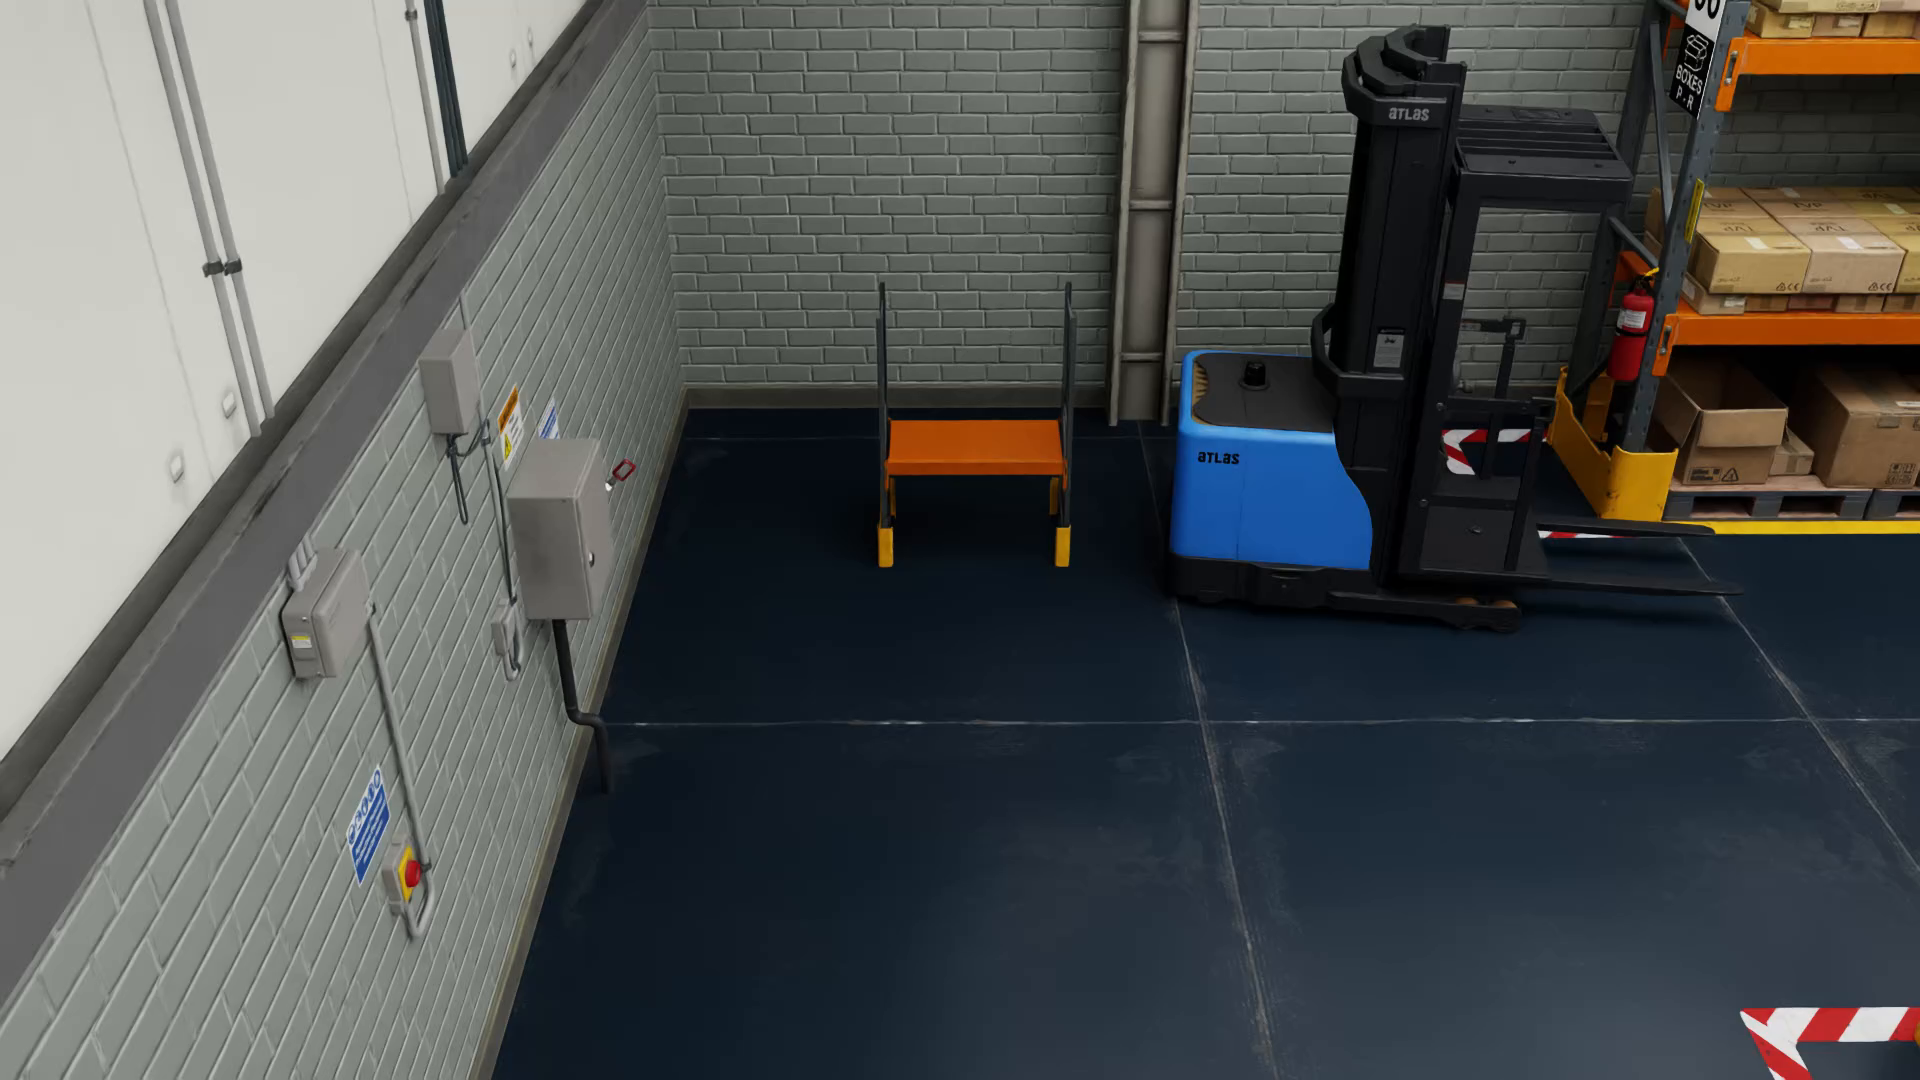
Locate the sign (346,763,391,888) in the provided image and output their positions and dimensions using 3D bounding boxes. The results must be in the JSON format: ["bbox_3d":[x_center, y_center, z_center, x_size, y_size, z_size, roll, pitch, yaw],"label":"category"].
[{"bbox_3d":[-1.798,0.866,5.060,0.001,0.218,0.327,0,31,0],"label":"sign"}]

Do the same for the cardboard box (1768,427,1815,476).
[{"bbox_3d":[4.905,-0.543,9.986,0.250,0.149,0.380,-1,31,-2],"label":"cardboard box"}]

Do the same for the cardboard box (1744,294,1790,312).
[{"bbox_3d":[4.452,-1.425,9.338,0.250,0.149,0.380,1,31,1],"label":"cardboard box"}]

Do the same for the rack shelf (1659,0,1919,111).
[{"bbox_3d":[5.868,-2.630,8.883,4.000,0.370,1.077,0,31,0],"label":"rack shelf"}]

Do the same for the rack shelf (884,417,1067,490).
[{"bbox_3d":[0.085,-0.488,9.344,1.000,0.185,0.538,0,31,0],"label":"rack shelf"}]

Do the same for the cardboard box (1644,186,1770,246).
[{"bbox_3d":[4.326,-1.851,9.656,0.500,0.250,0.500,1,31,1],"label":"cardboard box"}]

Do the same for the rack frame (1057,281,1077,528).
[{"bbox_3d":[0.594,-0.643,9.253,0.032,1.500,0.500,0,31,0],"label":"rack frame"}]

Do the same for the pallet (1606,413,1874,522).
[{"bbox_3d":[4.741,-0.459,10.193,1.213,0.211,1.003,0,31,0],"label":"pallet"}]

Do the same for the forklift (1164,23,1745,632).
[{"bbox_3d":[2.675,-1.061,8.562,3.031,2.935,1.130,4,31,7],"label":"forklift"}]

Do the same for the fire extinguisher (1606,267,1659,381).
[{"bbox_3d":[3.723,-1.216,9.185,0.183,0.674,0.296,0,31,0],"label":"fire extinguisher"}]

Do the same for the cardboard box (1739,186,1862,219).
[{"bbox_3d":[4.842,-1.852,9.657,0.500,0.250,0.500,0,31,0],"label":"cardboard box"}]

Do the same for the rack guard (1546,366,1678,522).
[{"bbox_3d":[3.944,-0.580,10.113,0.348,0.500,1.175,0,31,0],"label":"rack guard"}]

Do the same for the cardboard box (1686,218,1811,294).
[{"bbox_3d":[4.323,-1.573,9.198,0.500,0.250,0.500,0,31,0],"label":"cardboard box"}]

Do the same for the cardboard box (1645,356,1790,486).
[{"bbox_3d":[4.480,-0.714,9.925,0.637,0.503,0.797,-1,31,-2],"label":"cardboard box"}]

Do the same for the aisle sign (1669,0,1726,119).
[{"bbox_3d":[3.801,-2.607,8.539,0.004,0.787,0.394,0,31,0],"label":"aisle sign"}]

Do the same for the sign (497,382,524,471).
[{"bbox_3d":[-1.811,-0.458,6.706,0.001,0.242,0.339,0,31,0],"label":"sign"}]

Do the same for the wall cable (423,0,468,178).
[{"bbox_3d":[-1.766,-3.326,6.410,0.133,3.039,2.988,0,31,0],"label":"wall cable"}]

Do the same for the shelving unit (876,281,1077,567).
[{"bbox_3d":[0.076,-0.641,9.250,1.083,1.500,0.587,0,31,0],"label":"shelving unit"}]

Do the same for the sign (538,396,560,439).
[{"bbox_3d":[-1.814,-0.349,7.414,0.001,0.494,0.329,0,31,0],"label":"sign"}]

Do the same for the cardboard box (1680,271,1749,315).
[{"bbox_3d":[4.198,-1.400,9.297,0.250,0.149,0.380,0,31,-1],"label":"cardboard box"}]

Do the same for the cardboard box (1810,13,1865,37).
[{"bbox_3d":[4.450,-2.718,8.578,0.250,0.149,0.380,0,31,1],"label":"cardboard box"}]

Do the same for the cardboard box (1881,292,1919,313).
[{"bbox_3d":[5.233,-1.416,9.324,0.250,0.149,0.380,0,31,0],"label":"cardboard box"}]

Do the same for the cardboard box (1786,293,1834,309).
[{"bbox_3d":[4.715,-1.444,9.369,0.250,0.149,0.380,-1,31,-1],"label":"cardboard box"}]

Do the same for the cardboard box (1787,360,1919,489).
[{"bbox_3d":[5.335,-0.695,9.897,0.500,0.500,0.700,1,31,2],"label":"cardboard box"}]

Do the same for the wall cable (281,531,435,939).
[{"bbox_3d":[-1.737,0.508,4.900,0.123,1.953,0.585,0,31,0],"label":"wall cable"}]

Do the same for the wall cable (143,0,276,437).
[{"bbox_3d":[-1.785,-1.475,3.395,0.029,3.000,0.463,0,31,0],"label":"wall cable"}]

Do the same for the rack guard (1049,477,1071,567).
[{"bbox_3d":[0.574,-0.109,9.577,0.087,0.250,0.587,0,31,0],"label":"rack guard"}]

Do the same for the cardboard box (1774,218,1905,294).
[{"bbox_3d":[4.827,-1.575,9.201,0.500,0.250,0.500,0,31,0],"label":"cardboard box"}]

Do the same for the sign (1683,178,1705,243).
[{"bbox_3d":[3.871,-1.737,8.776,0.005,0.325,0.100,0,31,0],"label":"sign"}]

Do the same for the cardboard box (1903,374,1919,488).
[{"bbox_3d":[5.864,-0.644,9.814,0.500,0.500,0.500,0,31,1],"label":"cardboard box"}]

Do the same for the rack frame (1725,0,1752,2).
[{"bbox_3d":[3.868,-4.213,7.908,0.127,3.000,1.000,0,31,0],"label":"rack frame"}]

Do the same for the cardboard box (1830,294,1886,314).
[{"bbox_3d":[4.968,-1.413,9.318,0.250,0.149,0.380,1,31,1],"label":"cardboard box"}]

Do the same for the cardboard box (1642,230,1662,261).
[{"bbox_3d":[4.198,-1.681,9.761,0.250,0.149,0.380,-1,31,-1],"label":"cardboard box"}]

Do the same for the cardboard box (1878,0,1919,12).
[{"bbox_3d":[4.821,-2.866,8.437,0.500,0.250,0.500,0,31,1],"label":"cardboard box"}]

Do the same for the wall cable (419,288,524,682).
[{"bbox_3d":[-1.757,-0.214,6.121,0.122,1.984,0.588,0,31,0],"label":"wall cable"}]

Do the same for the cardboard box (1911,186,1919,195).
[{"bbox_3d":[5.860,-1.852,9.658,0.500,0.250,0.500,0,31,0],"label":"cardboard box"}]

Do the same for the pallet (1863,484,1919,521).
[{"bbox_3d":[5.958,-0.462,10.197,1.213,0.211,1.003,0,31,0],"label":"pallet"}]

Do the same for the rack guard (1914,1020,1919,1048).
[{"bbox_3d":[3.877,1.995,5.869,0.348,0.500,1.175,0,31,0],"label":"rack guard"}]

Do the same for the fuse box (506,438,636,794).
[{"bbox_3d":[-1.604,0.417,7.303,0.414,1.711,0.539,0,31,0],"label":"fuse box"}]

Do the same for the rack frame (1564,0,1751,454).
[{"bbox_3d":[3.868,-1.649,9.464,0.127,3.000,1.000,0,31,0],"label":"rack frame"}]

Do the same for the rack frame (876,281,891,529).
[{"bbox_3d":[-0.423,-0.640,9.248,0.032,1.500,0.500,0,31,0],"label":"rack frame"}]

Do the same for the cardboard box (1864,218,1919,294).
[{"bbox_3d":[5.334,-1.578,9.206,0.500,0.250,0.500,-1,31,-1],"label":"cardboard box"}]

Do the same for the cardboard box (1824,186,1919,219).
[{"bbox_3d":[5.337,-1.851,9.656,0.500,0.250,0.500,1,31,1],"label":"cardboard box"}]

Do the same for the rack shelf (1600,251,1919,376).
[{"bbox_3d":[5.868,-1.347,9.661,4.000,0.370,1.077,0,31,0],"label":"rack shelf"}]

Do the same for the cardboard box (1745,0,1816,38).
[{"bbox_3d":[4.188,-2.704,8.554,0.250,0.149,0.380,0,31,1],"label":"cardboard box"}]

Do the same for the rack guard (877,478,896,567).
[{"bbox_3d":[-0.422,-0.106,9.572,0.087,0.250,0.587,0,31,0],"label":"rack guard"}]

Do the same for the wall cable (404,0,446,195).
[{"bbox_3d":[-1.787,-1.865,4.038,0.029,3.000,2.355,0,31,0],"label":"wall cable"}]

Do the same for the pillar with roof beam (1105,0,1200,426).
[{"bbox_3d":[1.192,-2.439,4.985,0.400,9.000,9.100,0,31,0],"label":"pillar with roof beam"}]

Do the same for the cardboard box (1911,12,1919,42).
[{"bbox_3d":[4.956,-2.658,8.478,0.250,0.149,0.380,0,31,1],"label":"cardboard box"}]

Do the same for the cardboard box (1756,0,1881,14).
[{"bbox_3d":[4.313,-2.854,8.417,0.500,0.250,0.500,-1,31,-1],"label":"cardboard box"}]

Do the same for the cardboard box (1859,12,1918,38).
[{"bbox_3d":[4.707,-2.710,8.565,0.250,0.149,0.380,0,31,0],"label":"cardboard box"}]
